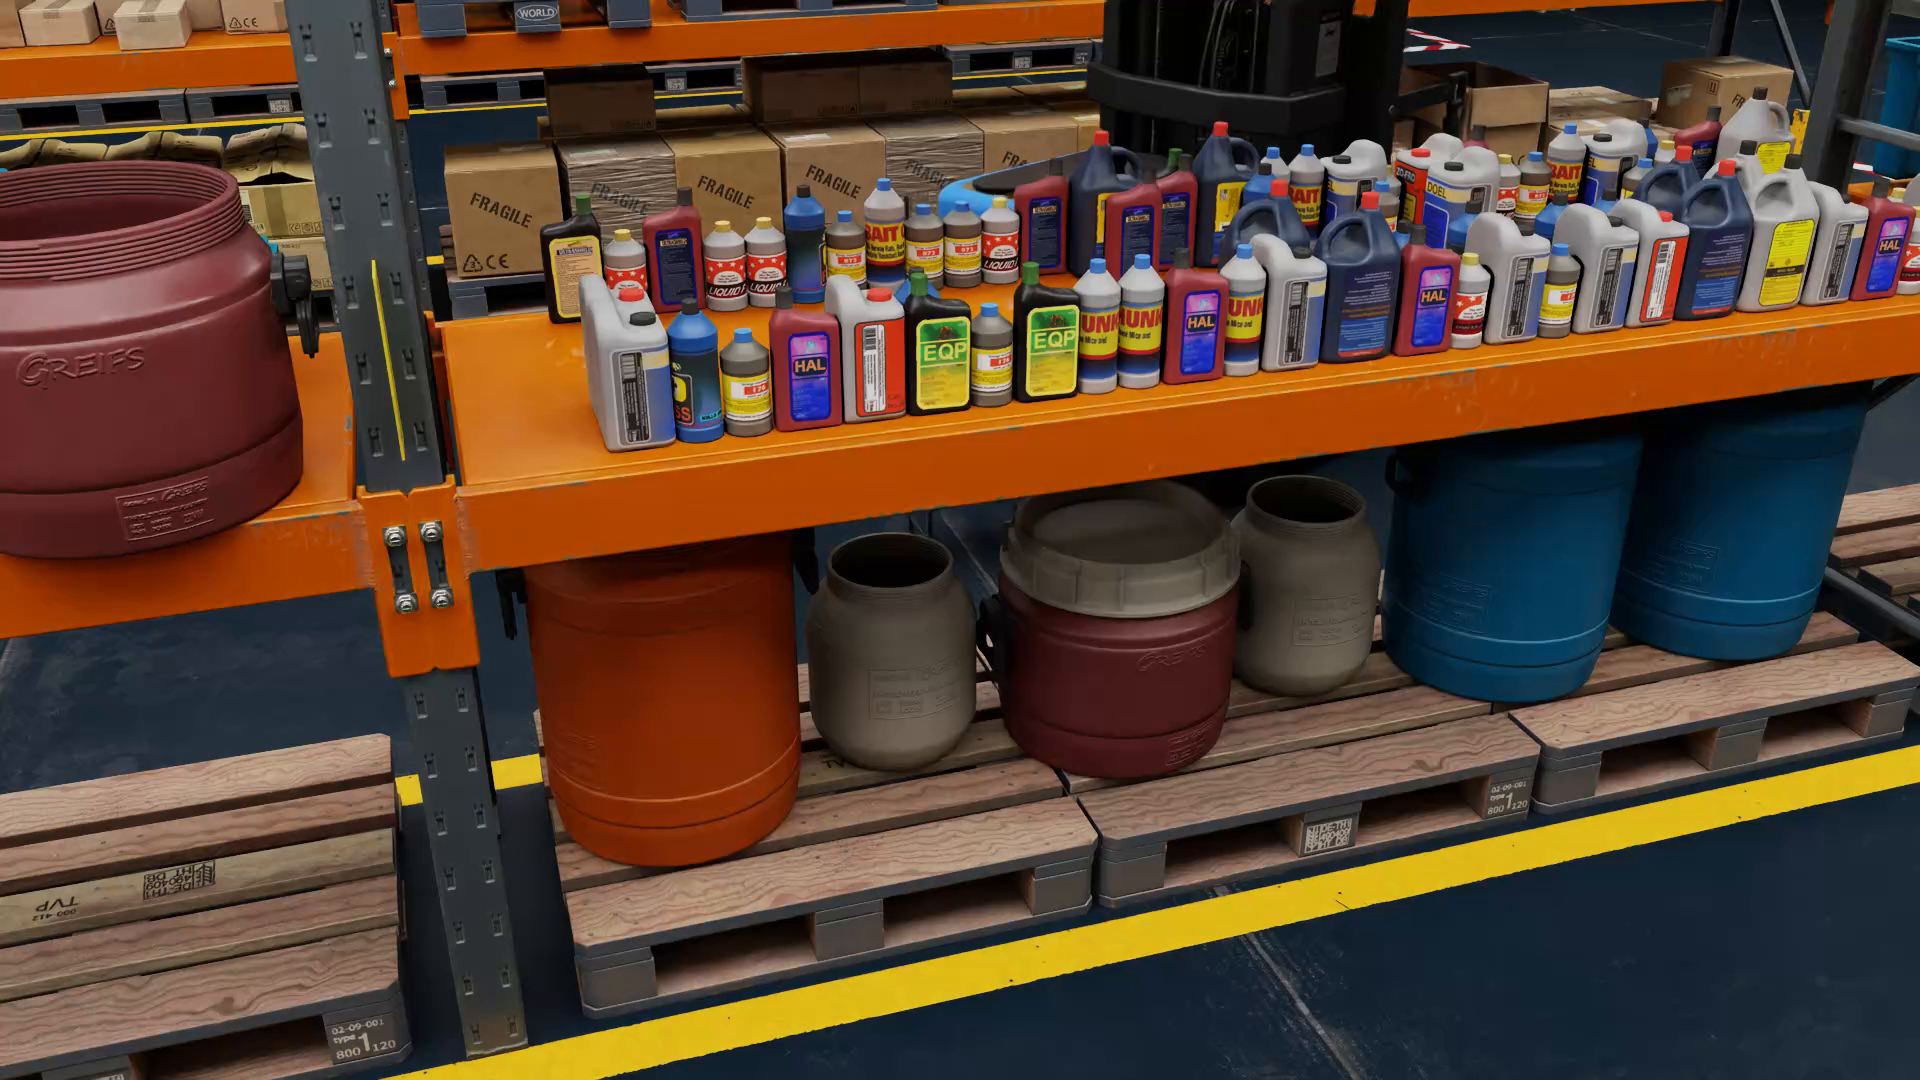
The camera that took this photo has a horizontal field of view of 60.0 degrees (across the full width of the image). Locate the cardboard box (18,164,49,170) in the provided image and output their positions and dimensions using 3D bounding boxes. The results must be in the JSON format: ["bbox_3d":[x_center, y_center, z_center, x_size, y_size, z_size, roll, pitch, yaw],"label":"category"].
[{"bbox_3d":[-4.063,-1.442,7.271,0.500,0.311,0.500,-8,28,-16],"label":"cardboard box"}]

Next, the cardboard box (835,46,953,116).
[{"bbox_3d":[-0.351,-2.416,8.717,0.500,0.250,0.500,-8,28,-16],"label":"cardboard box"}]

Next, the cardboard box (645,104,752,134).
[{"bbox_3d":[-1.360,-1.930,8.580,0.500,0.500,0.500,-9,28,-18],"label":"cardboard box"}]

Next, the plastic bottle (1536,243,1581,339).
[{"bbox_3d":[1.334,-0.563,3.735,0.097,0.201,0.097,0,26,0],"label":"plastic bottle"}]

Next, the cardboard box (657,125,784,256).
[{"bbox_3d":[-1.173,-1.714,8.145,0.500,0.500,0.500,-9,28,-17],"label":"cardboard box"}]

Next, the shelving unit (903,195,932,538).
[{"bbox_3d":[0.095,-0.532,5.473,0.503,1.200,0.258,-8,28,-16],"label":"shelving unit"}]

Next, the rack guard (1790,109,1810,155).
[{"bbox_3d":[4.866,-2.525,10.274,0.348,0.500,1.175,-8,28,-16],"label":"rack guard"}]

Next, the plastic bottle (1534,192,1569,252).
[{"bbox_3d":[1.380,-0.673,3.876,0.097,0.271,0.097,0,26,0],"label":"plastic bottle"}]

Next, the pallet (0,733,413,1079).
[{"bbox_3d":[-1.887,0.881,3.738,1.213,0.211,1.003,-8,28,-16],"label":"pallet"}]

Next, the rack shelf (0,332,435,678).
[{"bbox_3d":[-3.040,0.139,2.905,4.000,0.370,1.077,-8,28,-16],"label":"rack shelf"}]

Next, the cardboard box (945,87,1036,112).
[{"bbox_3d":[0.096,-2.140,9.003,0.500,0.500,0.500,-8,27,-15],"label":"cardboard box"}]

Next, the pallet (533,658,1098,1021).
[{"bbox_3d":[-0.401,0.664,4.174,1.213,0.211,1.003,-8,28,-16],"label":"pallet"}]

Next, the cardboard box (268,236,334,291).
[{"bbox_3d":[-3.093,-1.334,7.684,0.500,0.250,0.500,-8,27,-15],"label":"cardboard box"}]

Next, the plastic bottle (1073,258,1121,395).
[{"bbox_3d":[0.278,-0.442,3.412,0.097,0.271,0.097,0,26,0],"label":"plastic bottle"}]

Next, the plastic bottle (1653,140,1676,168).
[{"bbox_3d":[1.954,-1.008,4.631,0.097,0.201,0.097,0,26,0],"label":"plastic bottle"}]

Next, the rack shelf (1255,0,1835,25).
[{"bbox_3d":[3.037,-3.057,9.344,4.000,0.370,1.077,-8,28,-16],"label":"rack shelf"}]

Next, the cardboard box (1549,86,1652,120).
[{"bbox_3d":[3.858,-2.597,10.204,0.500,0.250,0.500,-8,28,-16],"label":"cardboard box"}]

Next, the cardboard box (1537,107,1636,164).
[{"bbox_3d":[3.585,-2.323,9.654,0.500,0.250,0.500,-8,28,-16],"label":"cardboard box"}]

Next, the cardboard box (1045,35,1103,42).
[{"bbox_3d":[0.819,-4.394,13.566,0.500,0.500,0.700,-9,28,-17],"label":"cardboard box"}]

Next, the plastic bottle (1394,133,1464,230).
[{"bbox_3d":[1.227,-0.924,4.376,0.135,0.276,0.152,-8,28,-16],"label":"plastic bottle"}]

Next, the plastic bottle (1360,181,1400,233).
[{"bbox_3d":[1.063,-0.808,4.228,0.097,0.201,0.097,0,26,0],"label":"plastic bottle"}]

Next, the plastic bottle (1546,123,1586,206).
[{"bbox_3d":[1.641,-0.994,4.524,0.097,0.271,0.097,0,26,0],"label":"plastic bottle"}]

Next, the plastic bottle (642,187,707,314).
[{"bbox_3d":[-0.666,-0.674,3.866,0.133,0.283,0.061,-8,28,-16],"label":"plastic bottle"}]

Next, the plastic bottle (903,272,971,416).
[{"bbox_3d":[-0.045,-0.392,3.297,0.133,0.283,0.061,-8,28,-16],"label":"plastic bottle"}]

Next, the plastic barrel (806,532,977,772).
[{"bbox_3d":[-0.169,0.278,4.143,0.421,0.512,0.421,0,26,0],"label":"plastic barrel"}]

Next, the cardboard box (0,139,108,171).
[{"bbox_3d":[-4.240,-1.668,7.726,0.500,0.311,0.500,-9,28,-17],"label":"cardboard box"}]

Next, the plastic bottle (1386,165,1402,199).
[{"bbox_3d":[1.108,-0.886,4.384,0.097,0.201,0.097,0,26,0],"label":"plastic bottle"}]

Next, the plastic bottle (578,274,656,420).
[{"bbox_3d":[-0.674,-0.390,3.302,0.135,0.276,0.152,-8,28,-16],"label":"plastic bottle"}]

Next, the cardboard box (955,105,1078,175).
[{"bbox_3d":[0.282,-1.928,8.576,0.500,0.500,0.500,-8,28,-16],"label":"cardboard box"}]

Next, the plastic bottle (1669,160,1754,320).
[{"bbox_3d":[1.717,-0.697,3.836,0.185,0.351,0.144,-8,28,-16],"label":"plastic bottle"}]

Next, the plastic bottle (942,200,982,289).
[{"bbox_3d":[0.005,-0.726,4.062,0.097,0.201,0.097,0,26,0],"label":"plastic bottle"}]

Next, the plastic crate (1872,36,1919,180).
[{"bbox_3d":[3.004,-1.237,4.820,0.575,0.384,0.392,-8,28,-16],"label":"plastic crate"}]

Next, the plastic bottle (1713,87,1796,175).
[{"bbox_3d":[2.192,-1.070,4.588,0.185,0.351,0.144,-8,28,-16],"label":"plastic bottle"}]

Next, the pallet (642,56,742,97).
[{"bbox_3d":[-2.275,-3.641,12.847,1.213,0.211,1.003,-8,28,-16],"label":"pallet"}]

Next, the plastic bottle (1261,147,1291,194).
[{"bbox_3d":[0.795,-0.872,4.277,0.097,0.271,0.097,0,26,0],"label":"plastic bottle"}]

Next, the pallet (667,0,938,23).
[{"bbox_3d":[-0.821,-2.737,8.106,1.213,0.211,1.003,-8,28,-16],"label":"pallet"}]

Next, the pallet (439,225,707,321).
[{"bbox_3d":[-1.947,-1.391,8.315,1.213,0.211,1.003,-8,28,-16],"label":"pallet"}]

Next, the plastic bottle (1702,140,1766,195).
[{"bbox_3d":[1.848,-0.783,4.010,0.185,0.351,0.144,-8,28,-16],"label":"plastic bottle"}]

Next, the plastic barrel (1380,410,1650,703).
[{"bbox_3d":[1.470,-0.092,4.450,0.708,0.901,0.600,-8,28,-16],"label":"plastic barrel"}]

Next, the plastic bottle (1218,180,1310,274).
[{"bbox_3d":[0.670,-0.616,3.674,0.185,0.351,0.144,-8,28,-16],"label":"plastic bottle"}]

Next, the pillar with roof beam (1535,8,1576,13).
[{"bbox_3d":[7.033,-7.353,10.442,0.400,9.000,9.100,-8,28,-16],"label":"pillar with roof beam"}]

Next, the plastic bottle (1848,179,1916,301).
[{"bbox_3d":[2.185,-0.715,3.948,0.133,0.283,0.061,-8,28,-16],"label":"plastic bottle"}]

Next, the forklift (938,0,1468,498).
[{"bbox_3d":[1.316,-1.905,6.291,3.031,2.935,1.130,-23,35,-39],"label":"forklift"}]

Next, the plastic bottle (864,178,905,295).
[{"bbox_3d":[-0.180,-0.730,3.993,0.097,0.271,0.097,0,26,0],"label":"plastic bottle"}]

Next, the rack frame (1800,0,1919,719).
[{"bbox_3d":[2.665,-1.009,4.410,0.127,3.000,1.000,-8,28,-16],"label":"rack frame"}]

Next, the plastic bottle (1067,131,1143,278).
[{"bbox_3d":[0.366,-0.834,4.112,0.185,0.351,0.144,-8,28,-16],"label":"plastic bottle"}]

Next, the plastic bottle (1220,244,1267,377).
[{"bbox_3d":[0.590,-0.487,3.503,0.097,0.271,0.097,0,26,0],"label":"plastic bottle"}]

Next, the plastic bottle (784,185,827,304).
[{"bbox_3d":[-0.366,-0.704,3.939,0.097,0.271,0.097,0,26,0],"label":"plastic bottle"}]

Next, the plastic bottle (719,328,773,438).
[{"bbox_3d":[-0.415,-0.310,3.225,0.097,0.201,0.097,0,26,0],"label":"plastic bottle"}]

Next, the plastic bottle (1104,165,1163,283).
[{"bbox_3d":[0.422,-0.764,4.047,0.133,0.283,0.061,-8,28,-16],"label":"plastic bottle"}]

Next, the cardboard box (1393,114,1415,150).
[{"bbox_3d":[2.302,-2.399,9.737,0.500,0.311,0.500,-8,28,-16],"label":"cardboard box"}]

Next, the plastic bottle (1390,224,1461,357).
[{"bbox_3d":[1.010,-0.545,3.605,0.133,0.283,0.061,-8,28,-16],"label":"plastic bottle"}]

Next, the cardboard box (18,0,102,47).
[{"bbox_3d":[-3.863,-2.241,7.174,0.250,0.149,0.380,-6,27,-12],"label":"cardboard box"}]

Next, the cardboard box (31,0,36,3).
[{"bbox_3d":[-6.403,-3.753,11.410,0.500,0.250,0.500,-9,28,-18],"label":"cardboard box"}]
